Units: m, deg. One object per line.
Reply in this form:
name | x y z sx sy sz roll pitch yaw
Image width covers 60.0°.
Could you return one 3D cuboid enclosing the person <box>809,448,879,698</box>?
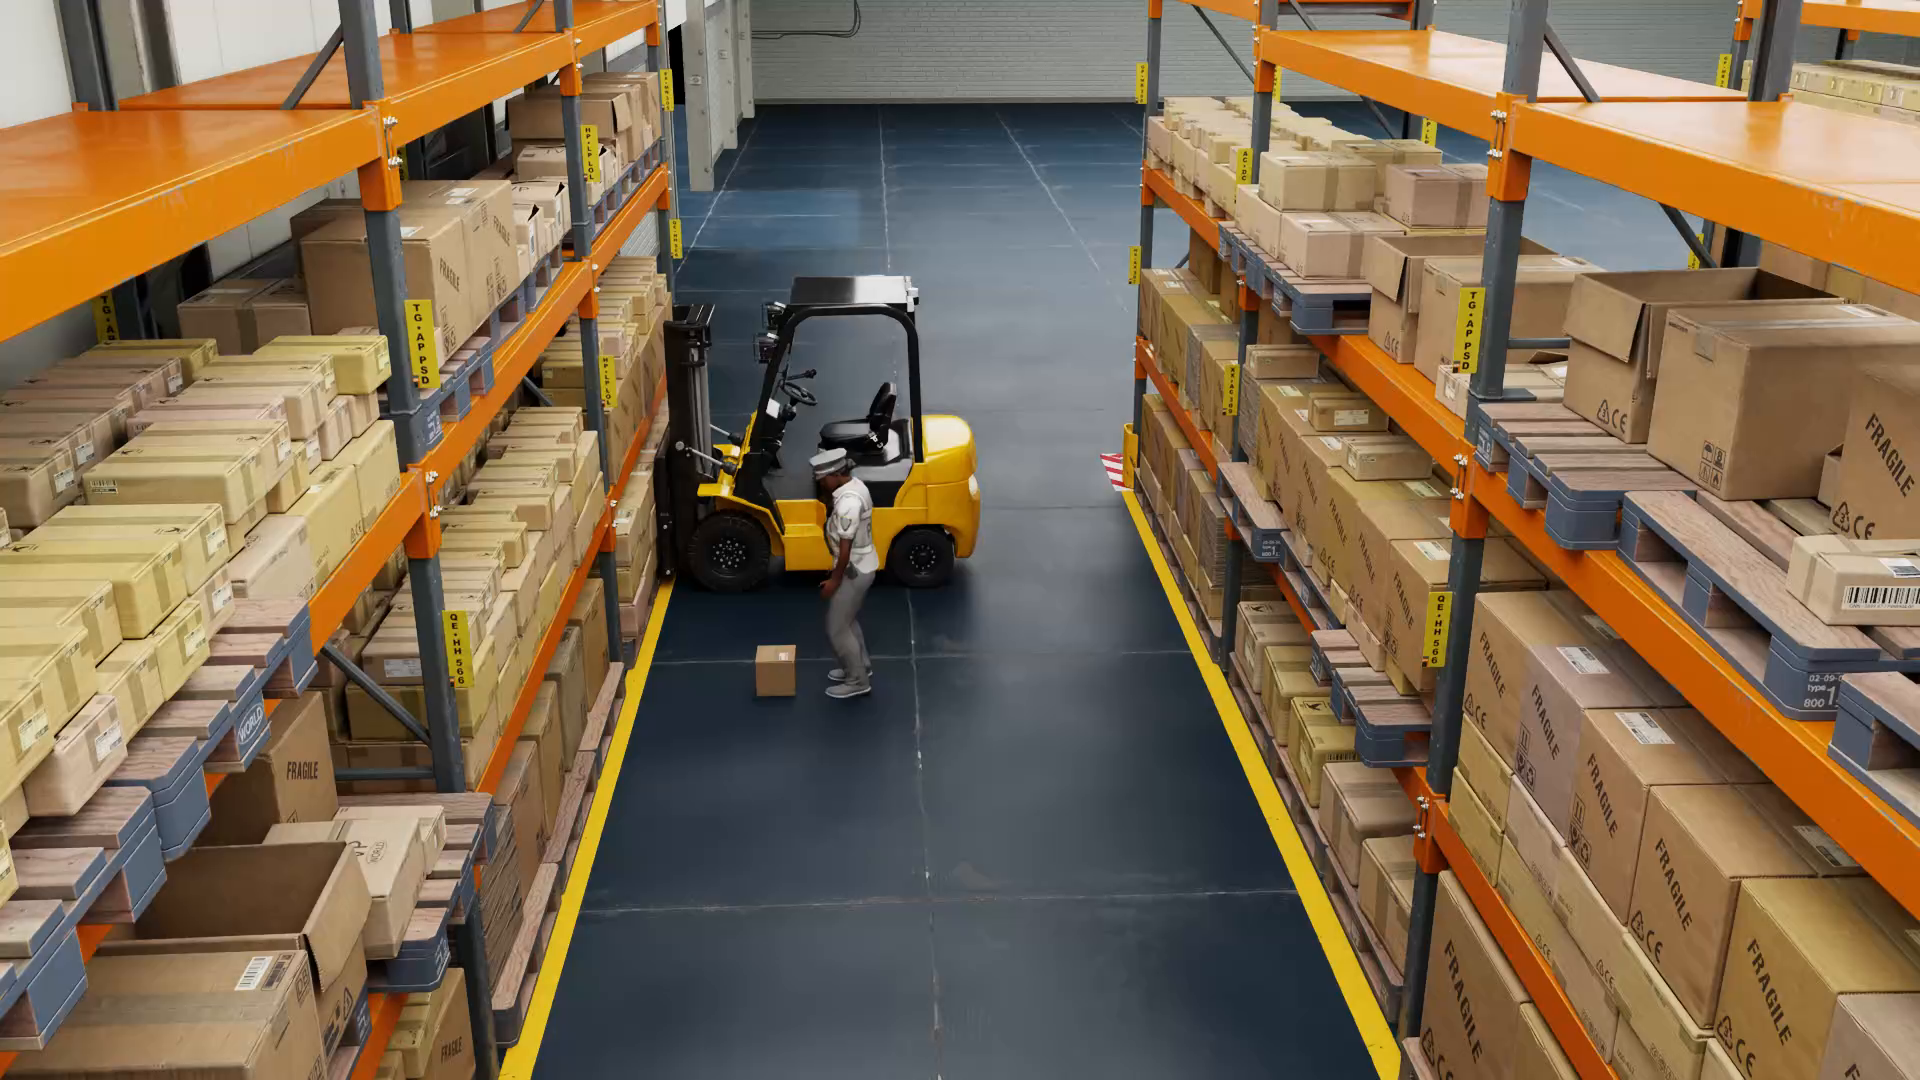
person | -0.726 0.209 10.585 0.425 1.631 0.453 -1 21 -2
